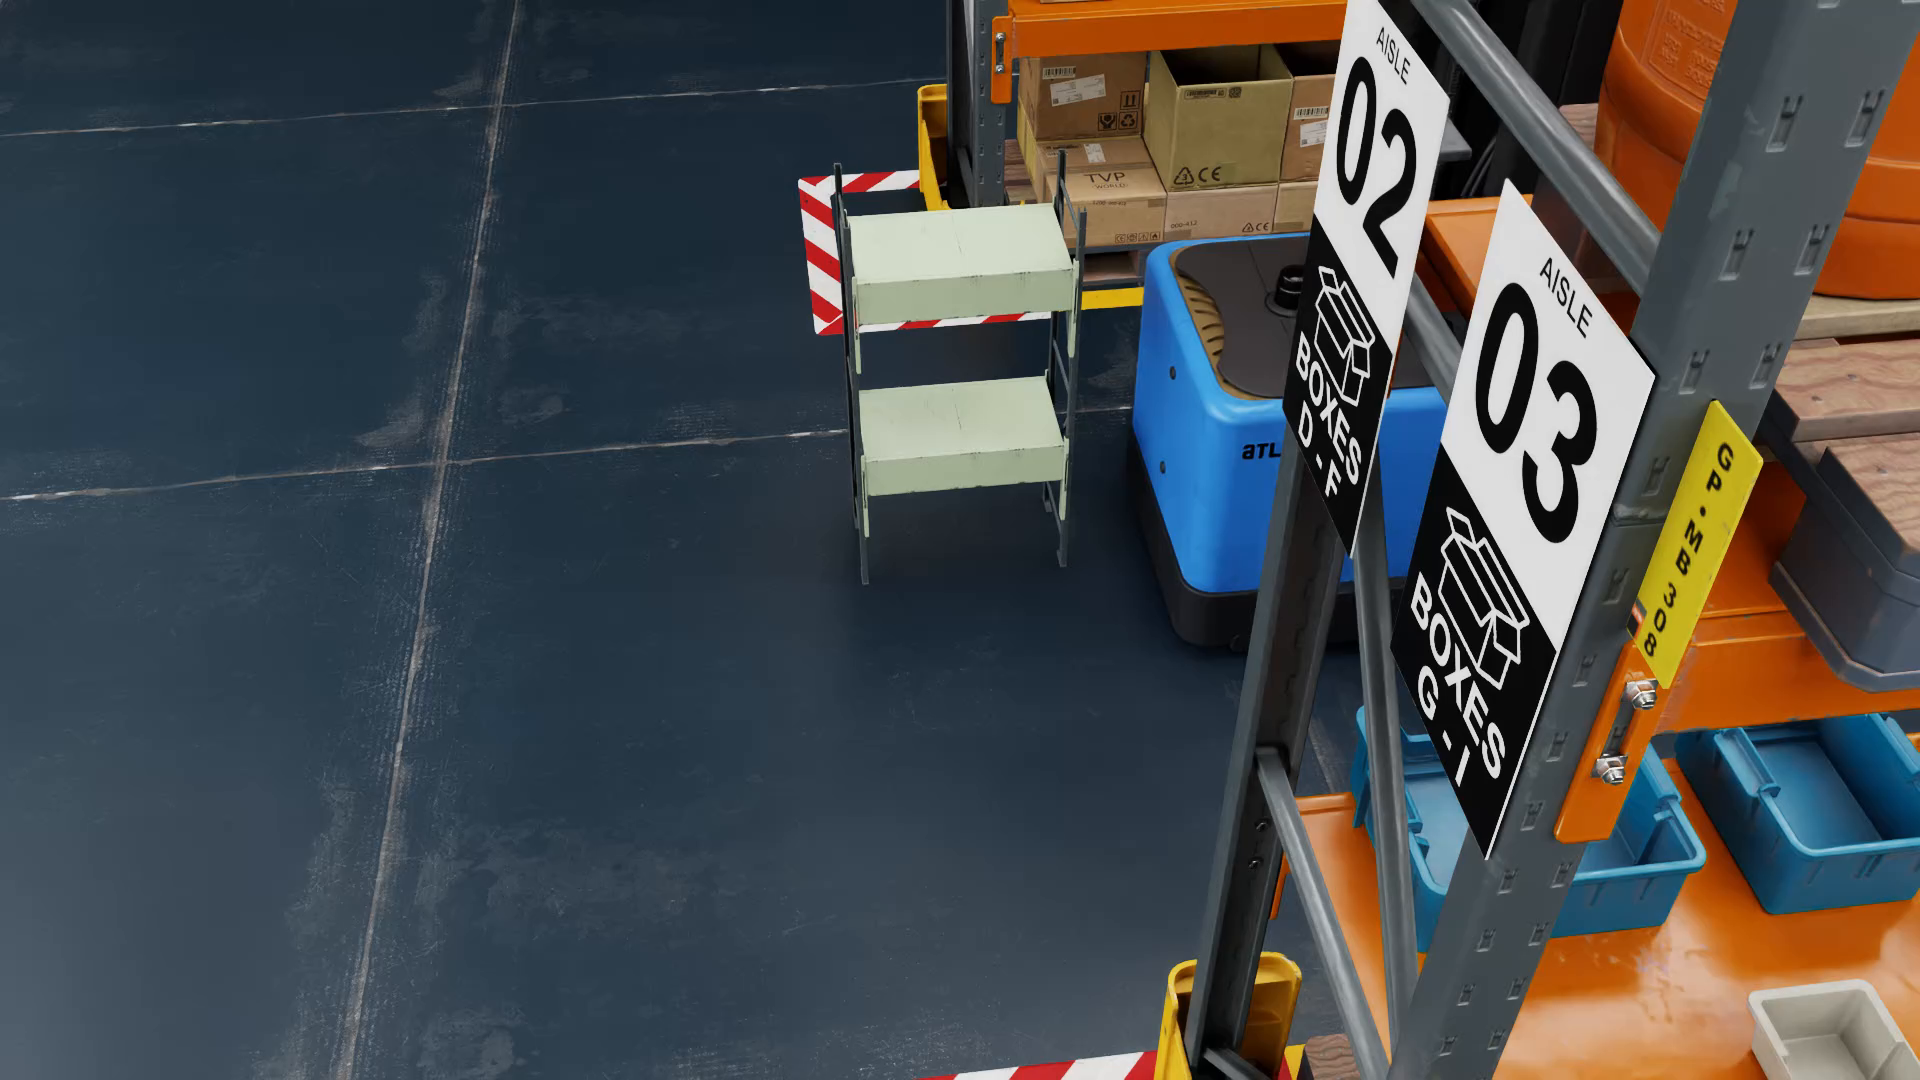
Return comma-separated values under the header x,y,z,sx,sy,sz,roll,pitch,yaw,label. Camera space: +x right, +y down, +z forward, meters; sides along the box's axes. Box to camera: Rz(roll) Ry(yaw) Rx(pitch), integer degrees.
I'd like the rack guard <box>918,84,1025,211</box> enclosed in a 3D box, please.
x,y,z,sx,sy,sz,roll,pitch,yaw,label
0.039,-1.597,7.647,0.348,0.500,1.175,-5,42,-6,rack guard

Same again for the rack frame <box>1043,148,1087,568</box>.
x,y,z,sx,sy,sz,roll,pitch,yaw,label
0.356,-0.588,5.782,0.023,1.500,0.400,-5,42,-6,rack frame

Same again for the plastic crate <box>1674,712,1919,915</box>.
x,y,z,sx,sy,sz,roll,pitch,yaw,label
1.803,0.523,3.541,0.408,0.251,0.499,-5,42,-6,plastic crate

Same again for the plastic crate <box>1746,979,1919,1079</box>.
x,y,z,sx,sy,sz,roll,pitch,yaw,label
1.630,0.997,3.102,0.250,0.136,0.298,-5,42,-6,plastic crate

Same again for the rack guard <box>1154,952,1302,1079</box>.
x,y,z,sx,sy,sz,roll,pitch,yaw,label
0.770,1.653,4.044,0.348,0.500,1.175,-5,42,-6,rack guard

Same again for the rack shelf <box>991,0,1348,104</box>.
x,y,z,sx,sy,sz,roll,pitch,yaw,label
2.046,-2.434,7.246,4.000,0.370,1.077,-5,42,-6,rack shelf

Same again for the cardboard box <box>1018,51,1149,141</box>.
x,y,z,sx,sy,sz,roll,pitch,yaw,label
0.556,-2.185,7.612,0.500,0.500,0.500,-5,42,-6,cardboard box

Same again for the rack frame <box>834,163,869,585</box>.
x,y,z,sx,sy,sz,roll,pitch,yaw,label
-0.370,-0.525,5.712,0.023,1.500,0.400,-5,42,-6,rack frame

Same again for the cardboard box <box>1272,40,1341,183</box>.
x,y,z,sx,sy,sz,roll,pitch,yaw,label
1.613,-1.936,7.336,0.500,0.500,0.500,-5,42,-6,cardboard box

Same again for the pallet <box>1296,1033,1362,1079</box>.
x,y,z,sx,sy,sz,roll,pitch,yaw,label
1.577,1.693,4.215,1.213,0.211,1.003,-5,42,-6,pallet

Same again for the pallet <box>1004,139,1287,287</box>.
x,y,z,sx,sy,sz,roll,pitch,yaw,label
0.815,-1.586,7.851,1.213,0.211,1.003,-5,42,-6,pallet

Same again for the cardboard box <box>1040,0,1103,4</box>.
x,y,z,sx,sy,sz,roll,pitch,yaw,label
0.527,-2.596,6.814,0.500,0.500,0.700,-5,42,-6,cardboard box

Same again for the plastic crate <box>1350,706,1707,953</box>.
x,y,z,sx,sy,sz,roll,pitch,yaw,label
1.159,0.576,3.483,0.616,0.251,0.499,-5,42,-6,plastic crate

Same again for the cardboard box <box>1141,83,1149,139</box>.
x,y,z,sx,sy,sz,roll,pitch,yaw,label
1.050,-1.956,7.919,0.500,0.250,0.500,-5,42,-6,cardboard box

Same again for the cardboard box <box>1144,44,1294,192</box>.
x,y,z,sx,sy,sz,roll,pitch,yaw,label
1.119,-1.884,7.279,0.500,0.500,0.500,-5,42,-6,cardboard box

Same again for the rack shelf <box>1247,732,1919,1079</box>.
x,y,z,sx,sy,sz,roll,pitch,yaw,label
2.684,0.856,3.598,4.000,0.370,1.077,-5,42,-6,rack shelf

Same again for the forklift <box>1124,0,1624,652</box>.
x,y,z,sx,sy,sz,roll,pitch,yaw,label
2.193,-1.138,5.324,3.031,2.935,1.130,-5,42,-6,forklift

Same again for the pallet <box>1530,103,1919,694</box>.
x,y,z,sx,sy,sz,roll,pitch,yaw,label
1.534,-0.288,2.231,1.213,0.211,1.003,-5,42,-6,pallet

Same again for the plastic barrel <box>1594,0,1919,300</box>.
x,y,z,sx,sy,sz,roll,pitch,yaw,label
1.167,-0.793,2.016,0.708,0.830,0.600,-5,42,-6,plastic barrel

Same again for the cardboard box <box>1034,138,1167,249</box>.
x,y,z,sx,sy,sz,roll,pitch,yaw,label
0.623,-1.561,7.480,0.500,0.250,0.500,-5,42,-6,cardboard box

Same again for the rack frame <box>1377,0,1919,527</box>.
x,y,z,sx,sy,sz,roll,pitch,yaw,label
0.701,-1.465,1.155,0.127,3.000,1.000,-5,42,-6,rack frame

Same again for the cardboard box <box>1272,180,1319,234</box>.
x,y,z,sx,sy,sz,roll,pitch,yaw,label
1.614,-1.650,7.579,0.500,0.250,0.500,-5,42,-6,cardboard box

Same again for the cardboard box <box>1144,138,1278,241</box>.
x,y,z,sx,sy,sz,roll,pitch,yaw,label
1.119,-1.607,7.531,0.500,0.250,0.500,-5,42,-6,cardboard box

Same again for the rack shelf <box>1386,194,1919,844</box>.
x,y,z,sx,sy,sz,roll,pitch,yaw,label
2.684,-0.258,2.594,4.000,0.370,1.077,-5,42,-6,rack shelf

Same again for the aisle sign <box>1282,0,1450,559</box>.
x,y,z,sx,sy,sz,roll,pitch,yaw,label
0.591,-0.394,2.506,0.004,0.787,0.394,-5,42,-6,aisle sign

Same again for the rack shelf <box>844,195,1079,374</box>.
x,y,z,sx,sy,sz,roll,pitch,yaw,label
-0.007,-0.846,5.486,0.720,0.370,0.431,-5,42,-6,rack shelf

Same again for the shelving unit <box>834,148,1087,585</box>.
x,y,z,sx,sy,sz,roll,pitch,yaw,label
-0.007,-0.556,5.747,0.755,1.500,0.431,-5,42,-6,shelving unit

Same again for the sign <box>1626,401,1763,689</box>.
x,y,z,sx,sy,sz,roll,pitch,yaw,label
0.768,0.011,1.752,0.005,0.325,0.100,-5,42,-6,sign

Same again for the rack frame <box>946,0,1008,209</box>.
x,y,z,sx,sy,sz,roll,pitch,yaw,label
0.063,-2.527,6.812,0.127,3.000,1.000,-5,42,-6,rack frame

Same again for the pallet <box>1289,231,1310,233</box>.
x,y,z,sx,sy,sz,roll,pitch,yaw,label
2.023,-1.690,7.966,1.213,0.211,1.003,-5,42,-6,pallet

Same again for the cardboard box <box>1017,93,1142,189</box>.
x,y,z,sx,sy,sz,roll,pitch,yaw,label
0.556,-1.905,7.862,0.500,0.250,0.500,-5,42,-6,cardboard box

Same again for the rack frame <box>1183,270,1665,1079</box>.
x,y,z,sx,sy,sz,roll,pitch,yaw,label
0.701,0.763,3.165,0.127,3.000,1.000,-5,42,-6,rack frame

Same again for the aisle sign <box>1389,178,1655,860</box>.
x,y,z,sx,sy,sz,roll,pitch,yaw,label
0.668,-0.002,2.071,0.004,0.787,0.394,-5,42,-6,aisle sign

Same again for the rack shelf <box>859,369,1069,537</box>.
x,y,z,sx,sy,sz,roll,pitch,yaw,label
-0.007,-0.314,5.965,0.720,0.370,0.431,-5,42,-6,rack shelf
